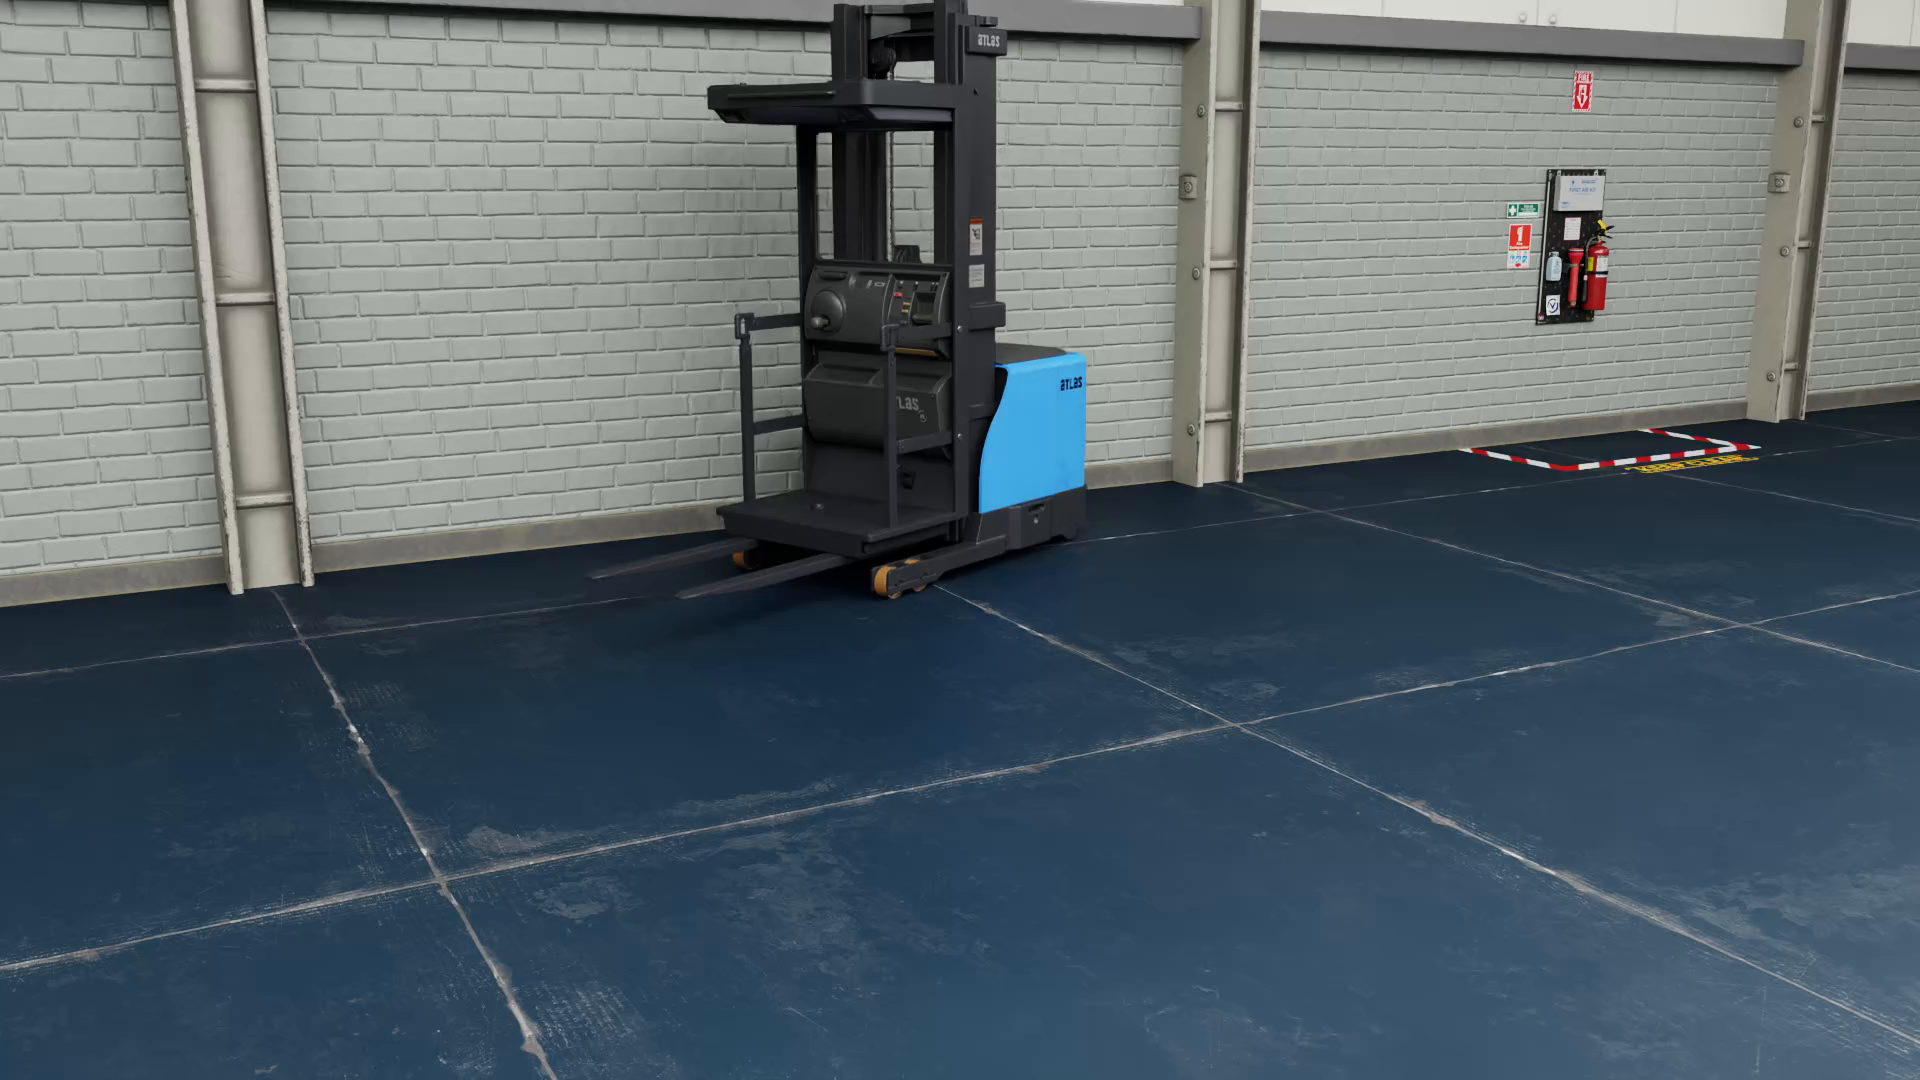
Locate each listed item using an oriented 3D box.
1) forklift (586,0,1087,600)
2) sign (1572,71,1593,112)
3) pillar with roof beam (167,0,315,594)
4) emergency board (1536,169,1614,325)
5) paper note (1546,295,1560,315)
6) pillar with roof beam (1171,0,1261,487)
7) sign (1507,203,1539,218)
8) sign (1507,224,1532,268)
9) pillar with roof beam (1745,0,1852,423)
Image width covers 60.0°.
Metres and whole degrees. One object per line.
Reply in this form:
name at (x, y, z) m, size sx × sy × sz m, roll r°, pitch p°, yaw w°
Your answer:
forklift at (-0.569, -1.258, 8.523) m, size 1.130 × 2.935 × 3.031 m, roll 10°, pitch 16°, yaw 37°
sign at (4.717, -3.398, 12.596) m, size 0.199 × 0.298 × 0.001 m, roll -7°, pitch 14°, yaw -28°
pillar with roof beam at (-1.511, -3.336, 3.937) m, size 0.400 × 9.000 × 9.100 m, roll -7°, pitch 14°, yaw -28°
emergency board at (4.772, -2.249, 12.769) m, size 0.643 × 1.169 × 0.194 m, roll -7°, pitch 14°, yaw -28°
paper note at (4.583, -1.814, 12.842) m, size 0.142 × 0.148 × 0.016 m, roll -7°, pitch 14°, yaw -28°
pillar with roof beam at (3.756, -3.967, 6.742) m, size 0.400 × 9.000 × 9.100 m, roll -7°, pitch 14°, yaw -28°
sign at (4.245, -2.485, 12.531) m, size 0.331 × 0.109 × 0.001 m, roll -7°, pitch 14°, yaw -28°
sign at (4.237, -2.228, 12.595) m, size 0.234 × 0.329 × 0.001 m, roll -7°, pitch 14°, yaw -28°
pillar with roof beam at (9.022, -4.598, 9.547) m, size 0.400 × 9.000 × 9.100 m, roll -7°, pitch 14°, yaw -28°
